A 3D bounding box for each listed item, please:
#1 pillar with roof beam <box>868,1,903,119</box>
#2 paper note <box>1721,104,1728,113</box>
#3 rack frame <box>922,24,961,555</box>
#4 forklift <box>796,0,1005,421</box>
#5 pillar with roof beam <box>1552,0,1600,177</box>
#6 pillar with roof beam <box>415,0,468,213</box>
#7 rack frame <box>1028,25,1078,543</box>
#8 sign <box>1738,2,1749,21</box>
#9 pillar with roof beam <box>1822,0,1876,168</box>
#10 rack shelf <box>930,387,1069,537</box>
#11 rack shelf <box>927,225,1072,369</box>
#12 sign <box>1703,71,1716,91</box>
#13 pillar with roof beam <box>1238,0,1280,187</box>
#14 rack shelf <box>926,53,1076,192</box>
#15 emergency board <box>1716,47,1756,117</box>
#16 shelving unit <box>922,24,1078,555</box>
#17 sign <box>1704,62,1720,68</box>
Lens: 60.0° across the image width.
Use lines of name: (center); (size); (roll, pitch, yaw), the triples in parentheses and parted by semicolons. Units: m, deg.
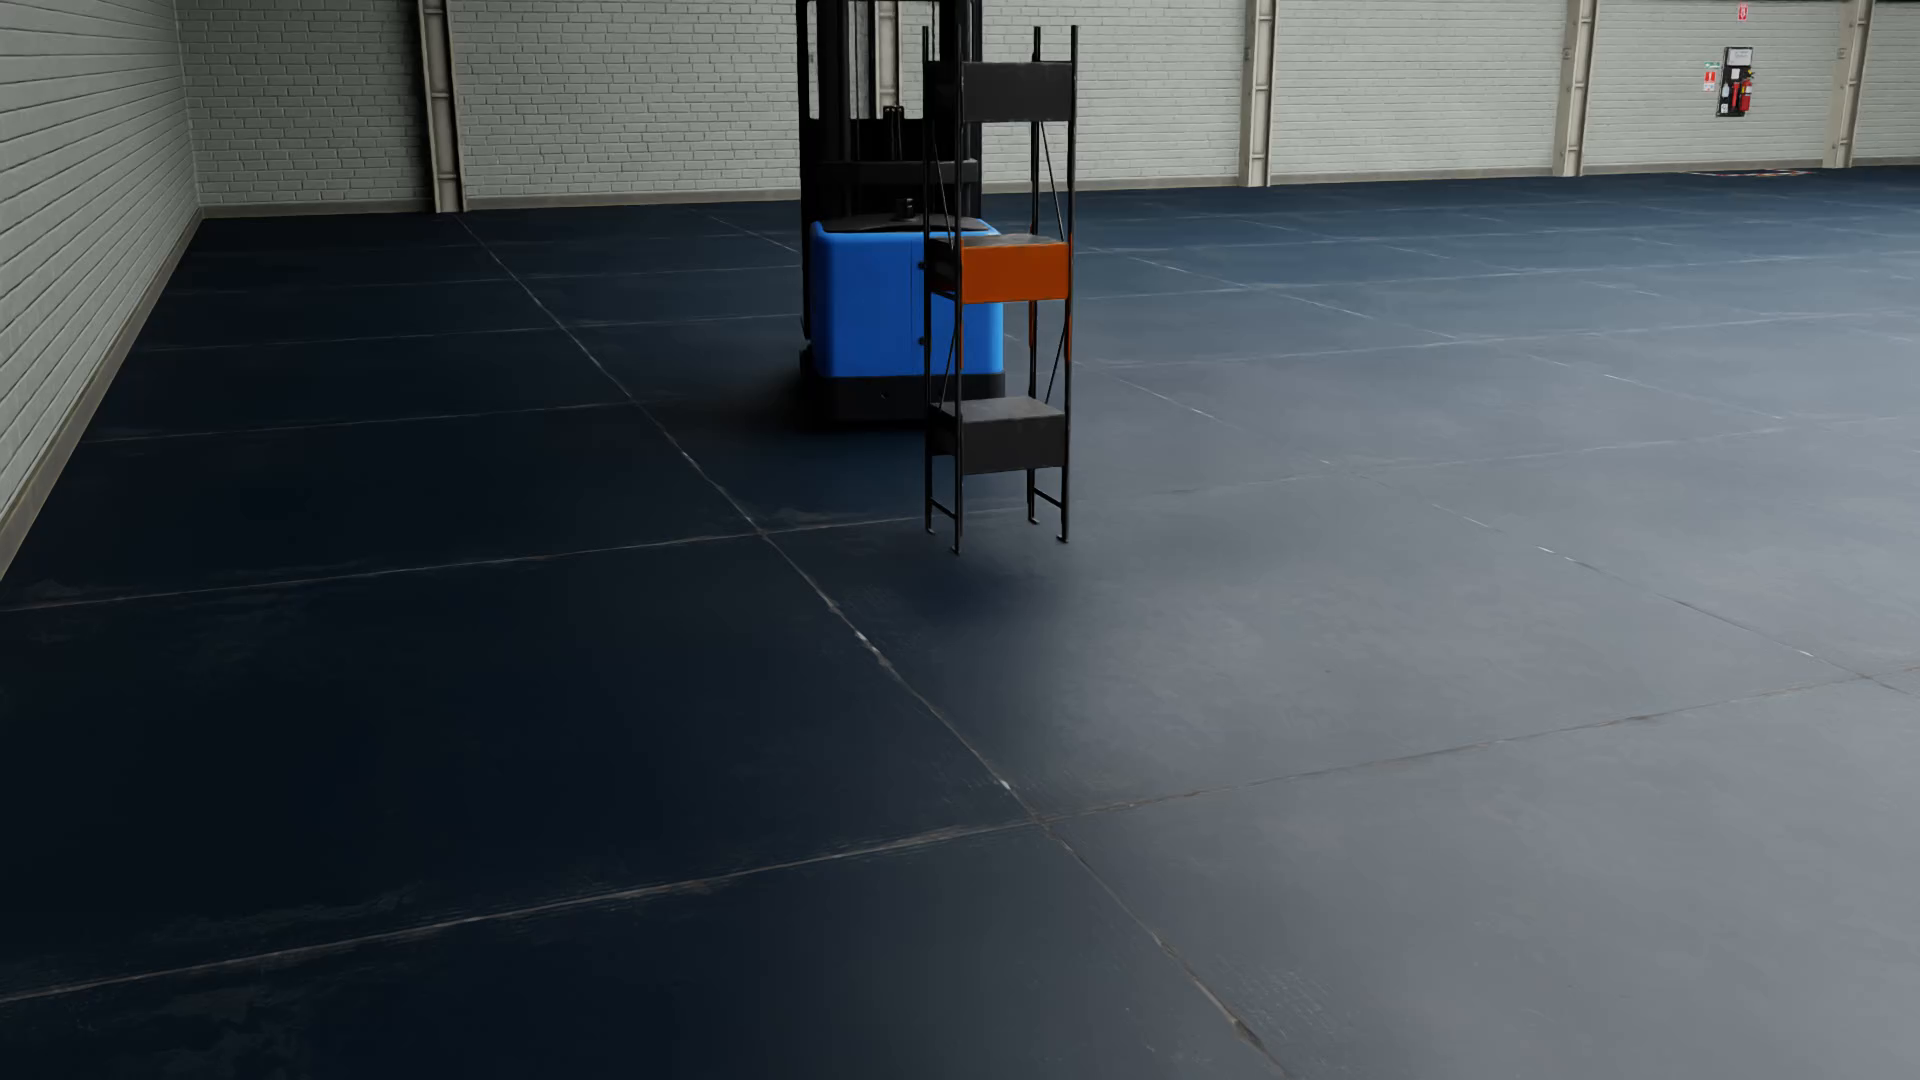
pillar with roof beam: (0.499, -8.076, 18.630); (0.400, 9.000, 9.100); (-6, 17, -20)
paper note: (13.256, -7.484, 28.823); (0.142, 0.148, 0.016); (-6, 17, -20)
rack frame: (-0.073, -1.000, 6.775); (0.015, 2.100, 0.400); (-6, 17, -20)
forklift: (-0.443, -2.422, 10.143); (1.130, 2.935, 3.031); (-2, 16, -7)
pillar with roof beam: (11.705, -9.286, 22.749); (0.400, 9.000, 9.100); (-6, 17, -20)
pillar with roof beam: (-5.103, -7.471, 16.570); (0.400, 9.000, 9.100); (-6, 17, -20)
rack frame: (0.382, -1.049, 6.943); (0.015, 2.100, 0.400); (-6, 17, -20)
sign: (13.403, -9.044, 28.457); (0.199, 0.298, 0.001); (-6, 17, -20)
pillar with roof beam: (17.308, -9.891, 24.809); (0.400, 9.000, 9.100); (-6, 17, -20)
rack shelf: (0.155, -0.339, 7.060); (0.480, 0.518, 0.431); (-6, 17, -20)
rack shelf: (0.155, -1.011, 6.863); (0.480, 0.518, 0.431); (-6, 17, -20)
sign: (12.893, -7.895, 28.595); (0.234, 0.329, 0.001); (-6, 17, -20)
pillar with roof beam: (6.102, -8.681, 20.689); (0.400, 9.000, 9.100); (-6, 17, -20)
rack shelf: (0.155, -1.683, 6.666); (0.480, 0.518, 0.431); (-6, 17, -20)
emergency board: (13.446, -7.906, 28.698); (0.643, 1.169, 0.194); (-6, 17, -20)
shelving unit: (0.155, -1.024, 6.859); (0.503, 2.100, 0.431); (-6, 17, -20)
sign: (12.900, -8.147, 28.514); (0.331, 0.109, 0.001); (-6, 17, -20)
